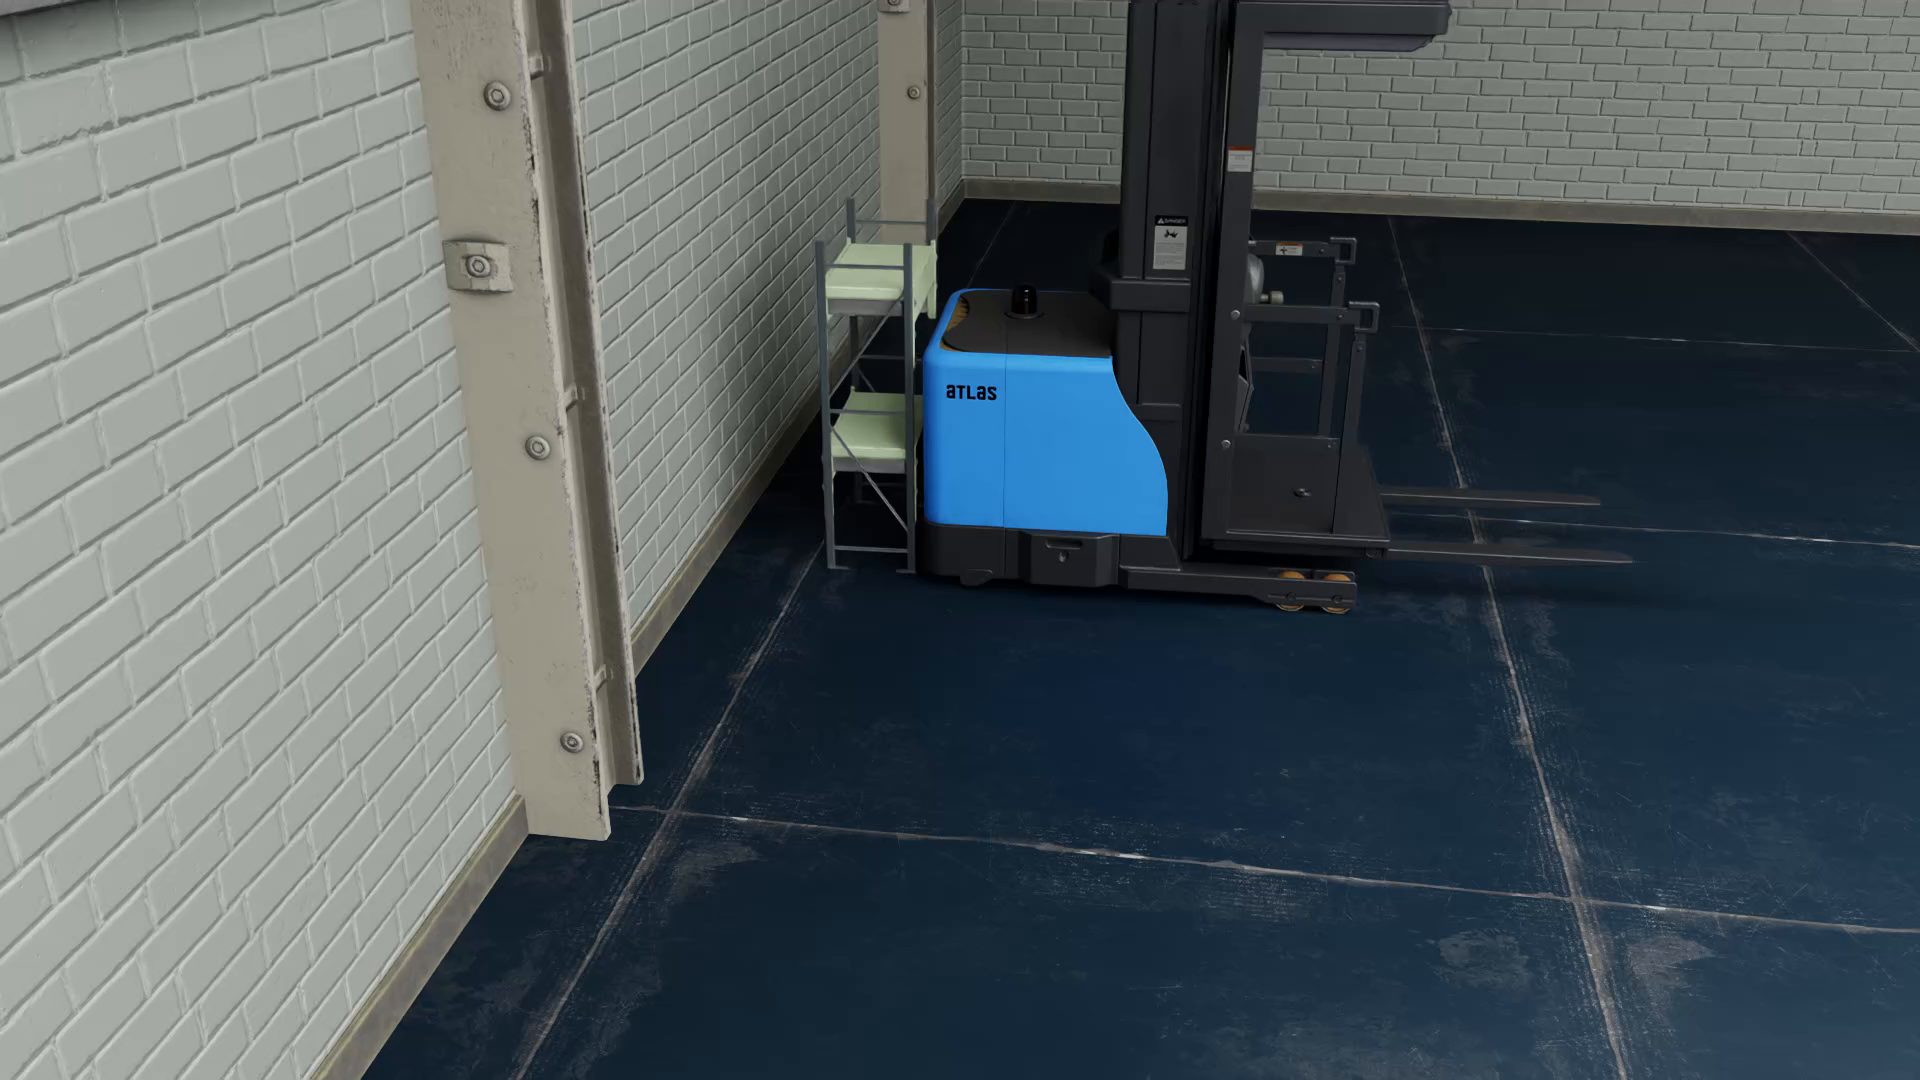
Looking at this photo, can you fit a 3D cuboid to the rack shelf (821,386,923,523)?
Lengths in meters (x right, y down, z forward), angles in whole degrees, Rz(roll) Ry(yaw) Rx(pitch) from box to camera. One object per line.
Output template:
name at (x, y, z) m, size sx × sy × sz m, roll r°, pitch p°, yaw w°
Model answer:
rack shelf at (-0.354, -0.403, 7.611) m, size 0.431 × 0.370 × 0.720 m, roll 3°, pitch 25°, yaw 6°

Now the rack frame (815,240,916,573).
rack frame at (-0.396, -0.544, 7.143) m, size 0.400 × 1.500 × 0.023 m, roll 3°, pitch 25°, yaw 6°

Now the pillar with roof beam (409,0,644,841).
pillar with roof beam at (2.936, -2.860, 3.245) m, size 9.100 × 9.000 × 0.400 m, roll 4°, pitch 25°, yaw 9°

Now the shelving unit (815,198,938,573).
shelving unit at (-0.354, -0.698, 7.473) m, size 0.431 × 1.500 × 0.755 m, roll 3°, pitch 25°, yaw 6°

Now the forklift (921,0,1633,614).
forklift at (1.386, -1.254, 6.971) m, size 3.031 × 2.935 × 1.130 m, roll 3°, pitch 25°, yaw 6°

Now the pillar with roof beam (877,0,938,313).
pillar with roof beam at (3.917, -5.369, 8.606) m, size 9.100 × 9.000 × 0.400 m, roll 4°, pitch 25°, yaw 9°

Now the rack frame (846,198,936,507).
rack frame at (-0.312, -0.852, 7.802) m, size 0.400 × 1.500 × 0.023 m, roll 3°, pitch 25°, yaw 6°

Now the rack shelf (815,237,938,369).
rack shelf at (-0.354, -1.052, 7.307) m, size 0.431 × 0.370 × 0.720 m, roll 3°, pitch 25°, yaw 6°
